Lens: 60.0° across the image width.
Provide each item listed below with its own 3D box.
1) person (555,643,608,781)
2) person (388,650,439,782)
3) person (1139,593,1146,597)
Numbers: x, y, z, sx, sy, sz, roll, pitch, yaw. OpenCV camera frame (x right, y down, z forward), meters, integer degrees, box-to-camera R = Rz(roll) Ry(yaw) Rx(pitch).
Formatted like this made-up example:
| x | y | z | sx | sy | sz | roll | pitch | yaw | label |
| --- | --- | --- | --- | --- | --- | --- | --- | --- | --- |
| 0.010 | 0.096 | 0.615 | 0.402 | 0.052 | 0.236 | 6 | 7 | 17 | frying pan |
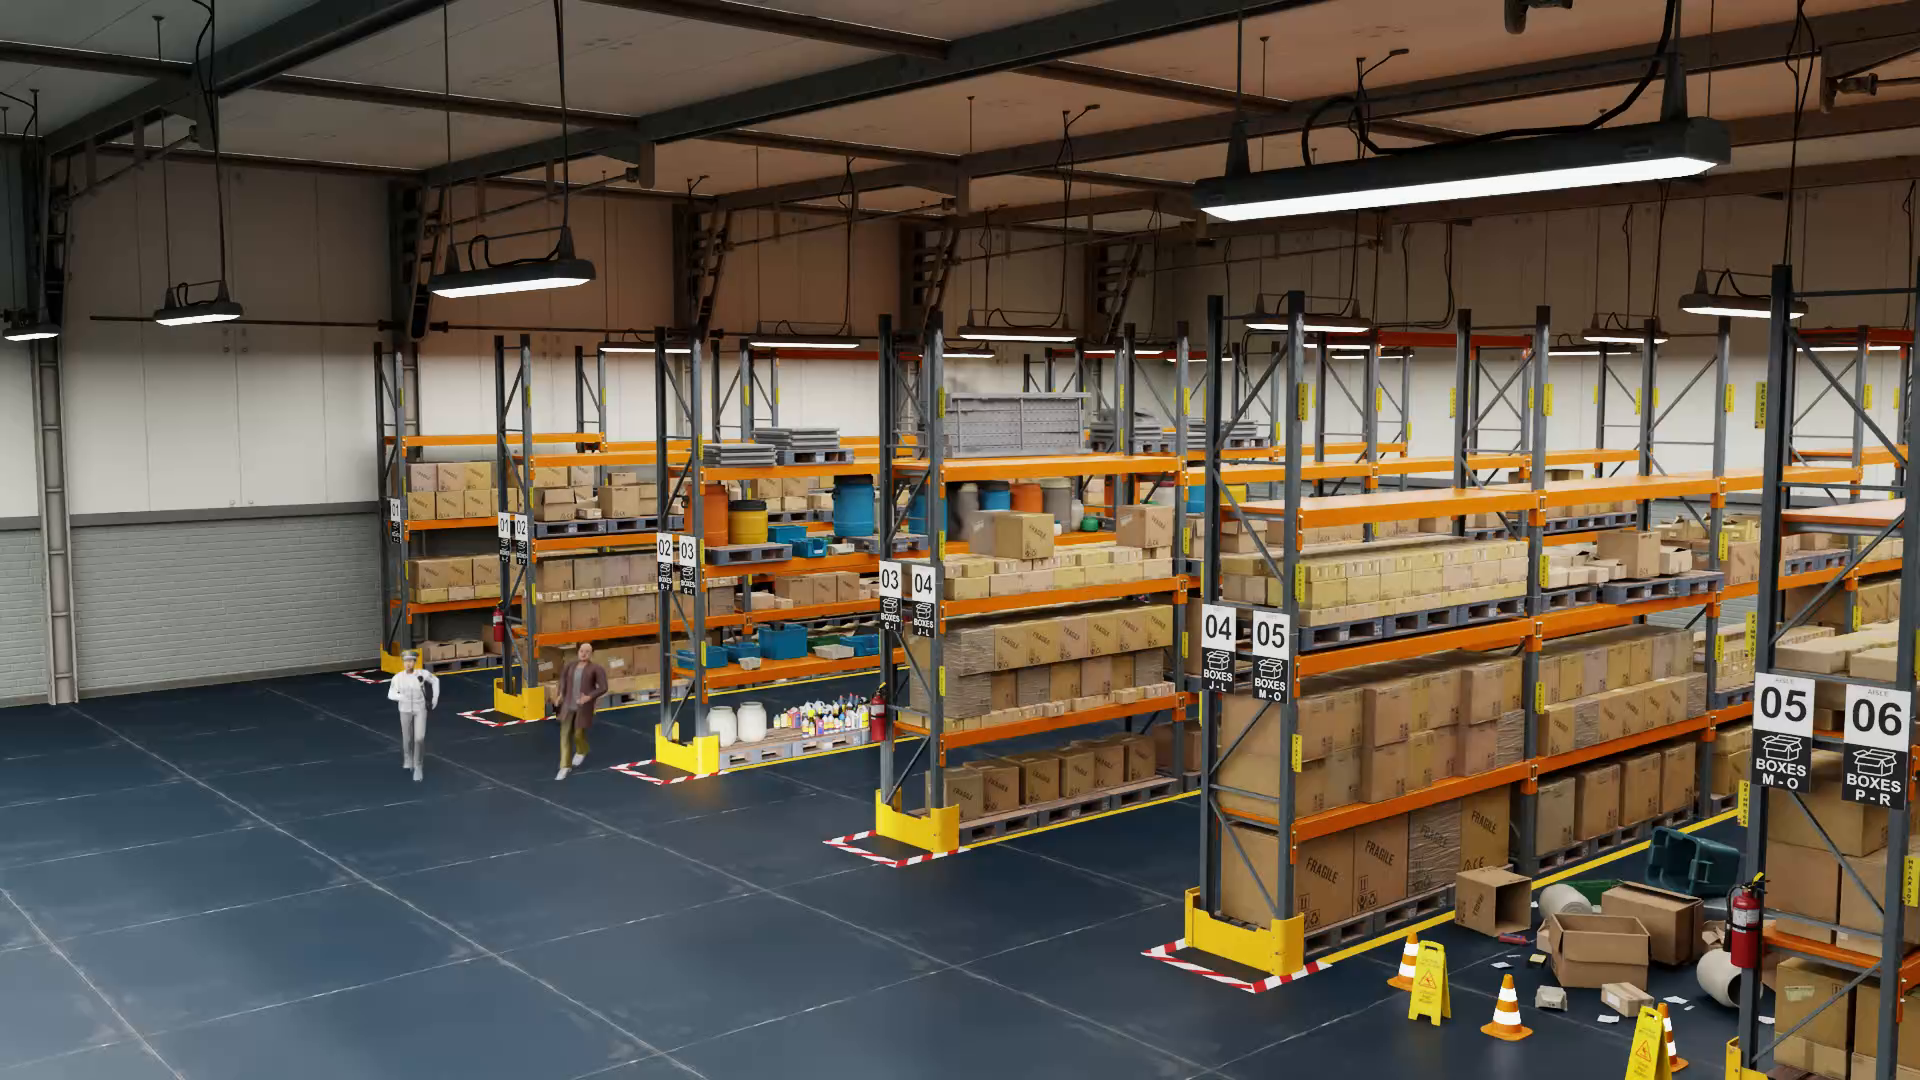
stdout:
| x | y | z | sx | sy | sz | roll | pitch | yaw | label |
| --- | --- | --- | --- | --- | --- | --- | --- | --- | --- |
| -5.090 | 2.269 | 22.287 | 0.748 | 1.764 | 0.918 | 1 | 5 | 9 | person |
| -7.268 | 2.311 | 22.158 | 0.625 | 1.742 | 0.873 | -1 | 5 | -12 | person |
| 3.781 | 1.340 | 32.850 | 0.936 | 1.710 | 0.642 | -5 | 7 | -41 | person |
